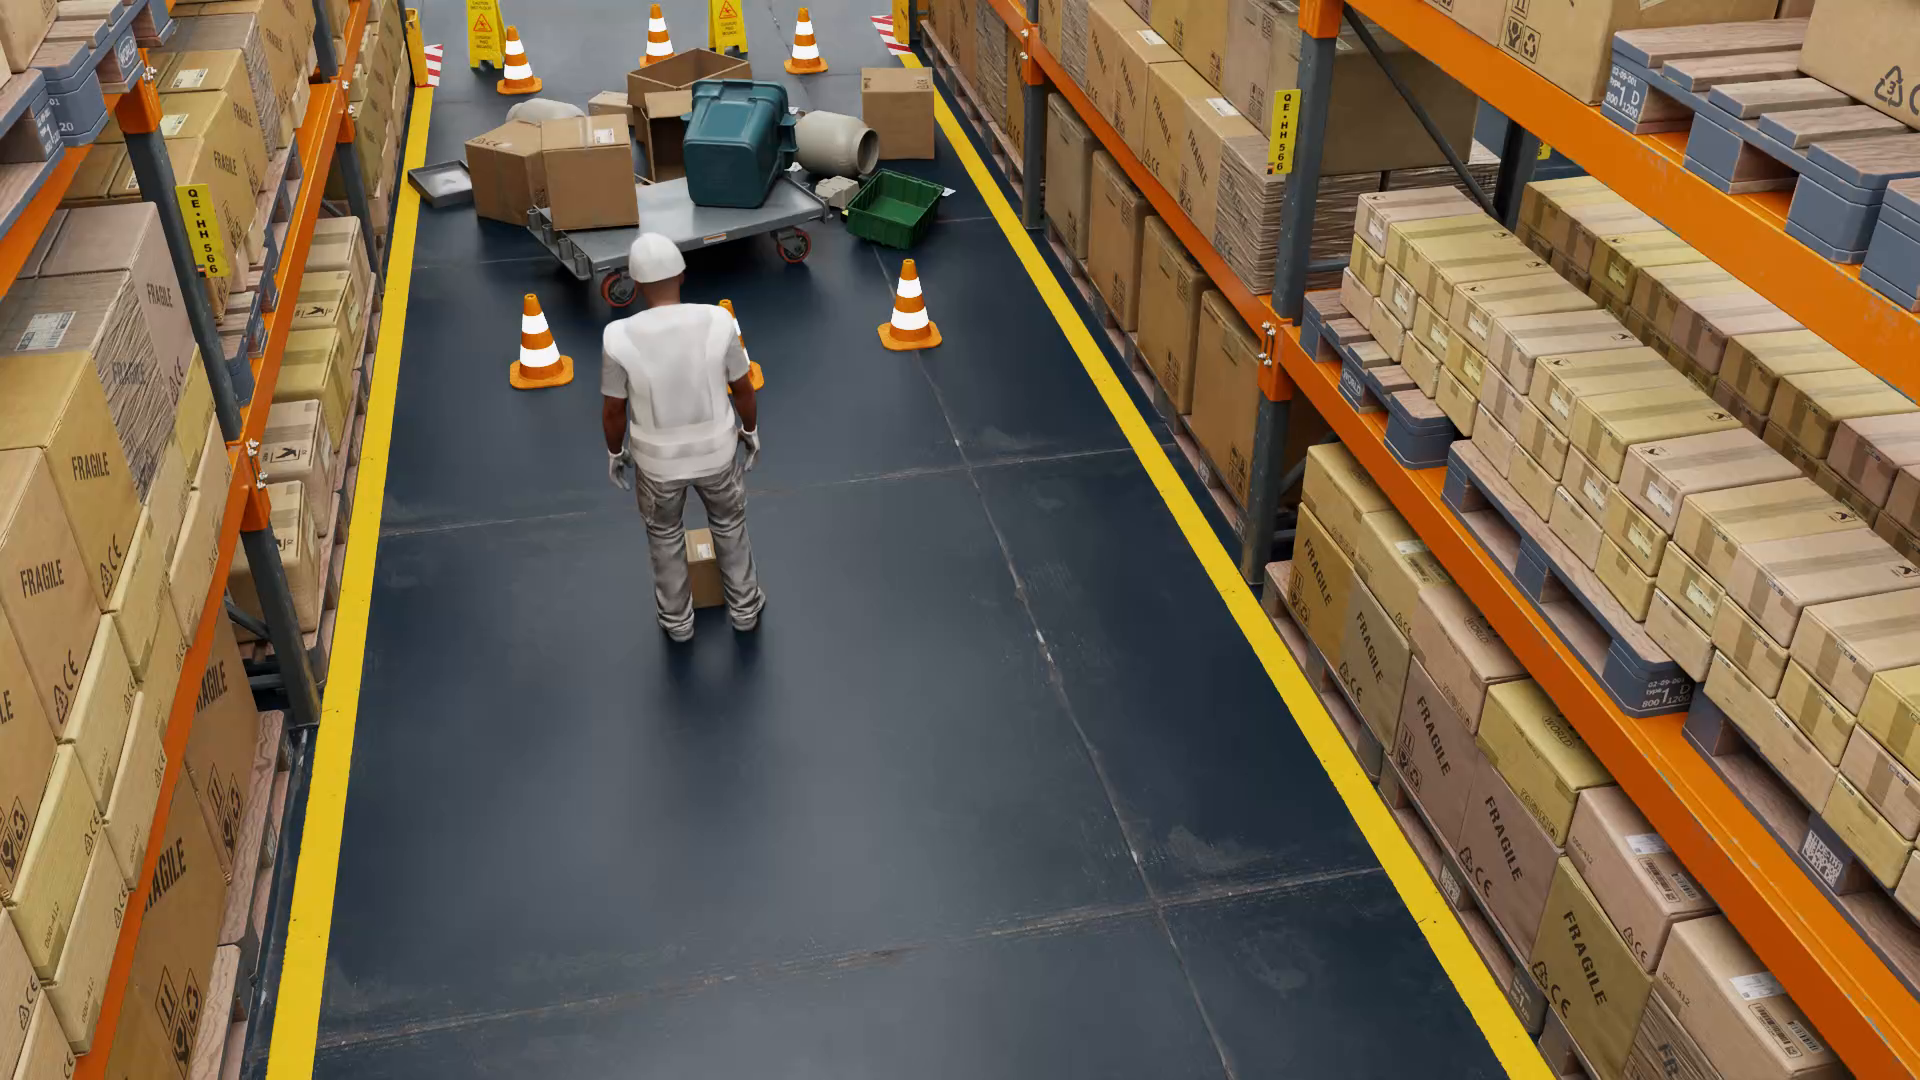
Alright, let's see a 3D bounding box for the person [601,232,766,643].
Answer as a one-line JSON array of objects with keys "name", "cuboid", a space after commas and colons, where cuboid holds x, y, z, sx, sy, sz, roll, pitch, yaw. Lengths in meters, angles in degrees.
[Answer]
[{"name": "person", "cuboid": [-1.110, -0.377, 6.692, 0.616, 1.772, 0.452, -9, 35, -13]}]
